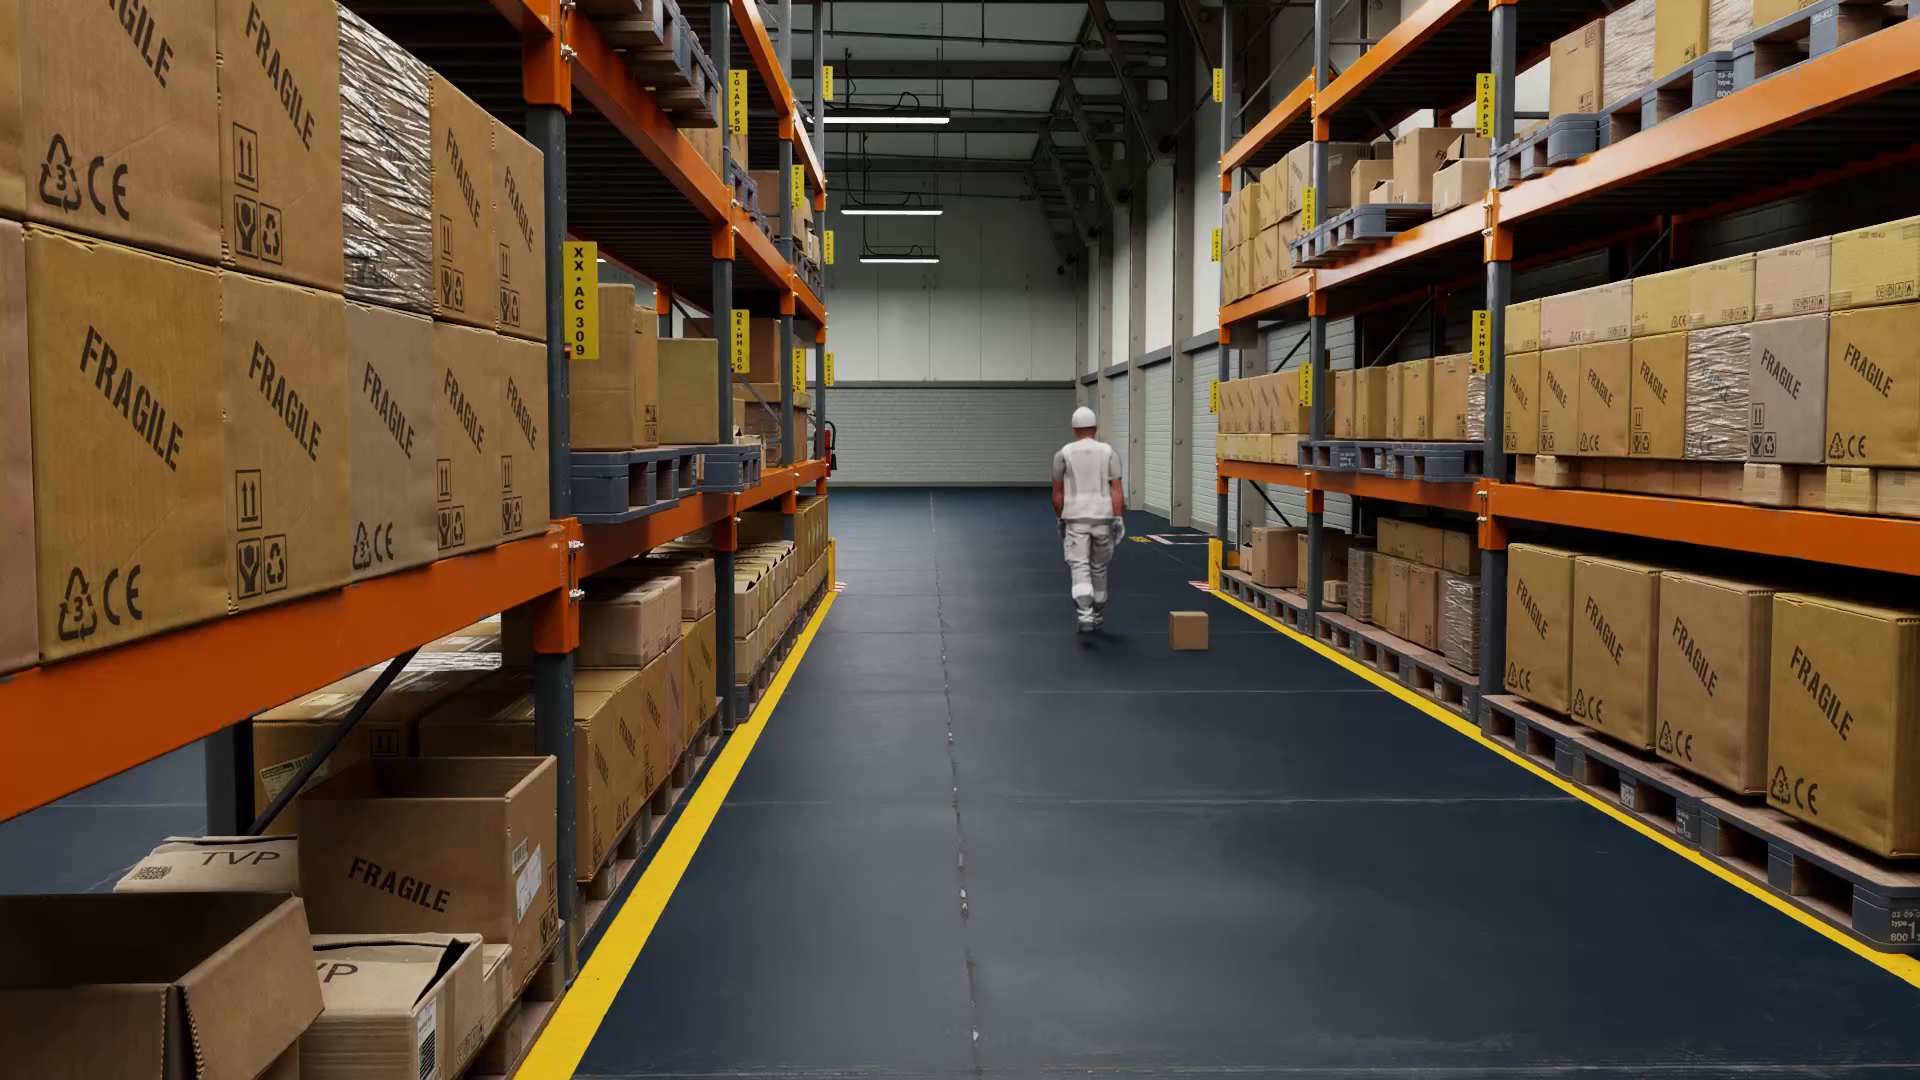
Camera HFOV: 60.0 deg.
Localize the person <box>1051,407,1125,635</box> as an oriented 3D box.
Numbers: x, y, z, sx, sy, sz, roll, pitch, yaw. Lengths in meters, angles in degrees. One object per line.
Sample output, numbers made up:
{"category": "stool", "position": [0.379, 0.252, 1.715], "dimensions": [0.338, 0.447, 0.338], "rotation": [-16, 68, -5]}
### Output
{"category": "person", "position": [0.969, -0.143, 12.704], "dimensions": [0.543, 1.749, 1.043], "rotation": [0, 4, -4]}
